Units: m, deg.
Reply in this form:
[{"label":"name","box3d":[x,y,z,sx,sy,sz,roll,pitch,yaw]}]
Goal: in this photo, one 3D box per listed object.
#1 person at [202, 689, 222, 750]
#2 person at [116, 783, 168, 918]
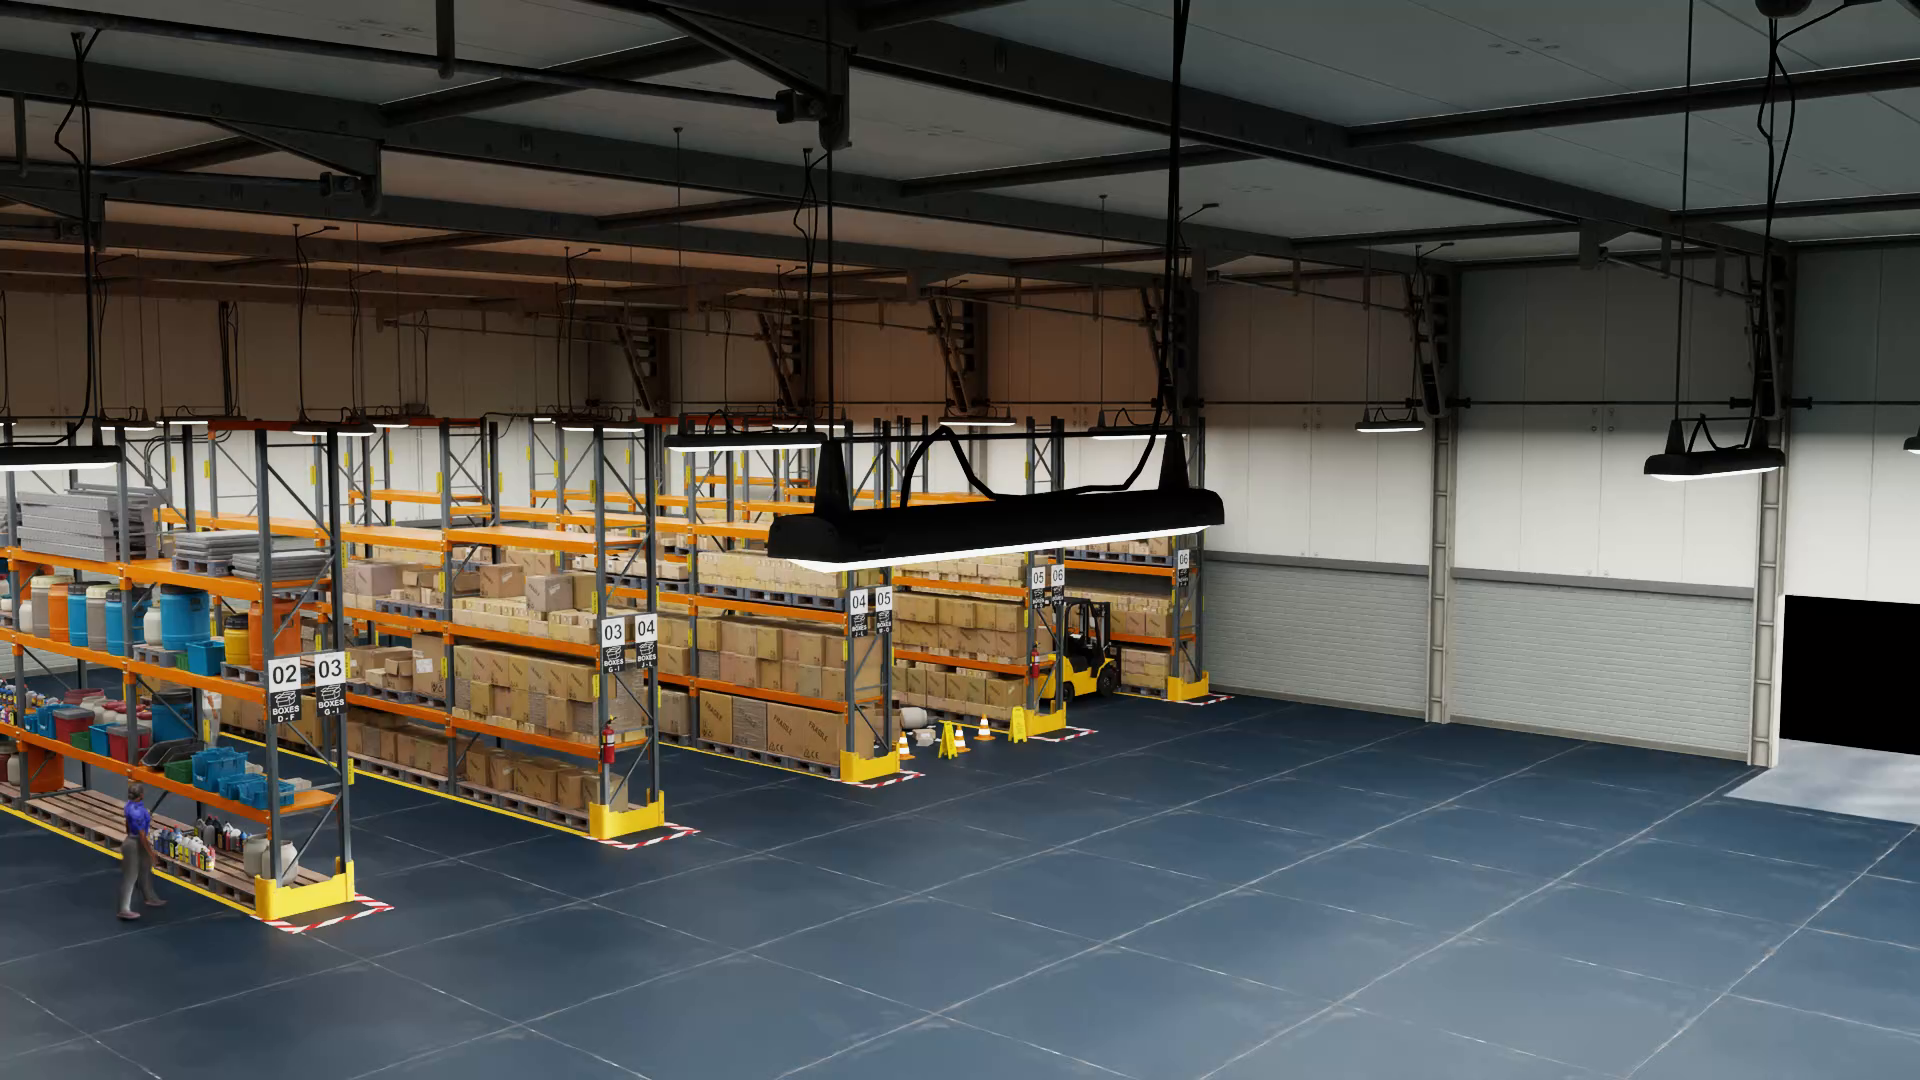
[{"label":"person","box3d":[-13.363,3.060,29.668,0.500,1.706,0.438,3,6,35]},{"label":"person","box3d":[-10.153,3.806,20.579,0.569,1.675,0.643,-2,5,-24]}]
